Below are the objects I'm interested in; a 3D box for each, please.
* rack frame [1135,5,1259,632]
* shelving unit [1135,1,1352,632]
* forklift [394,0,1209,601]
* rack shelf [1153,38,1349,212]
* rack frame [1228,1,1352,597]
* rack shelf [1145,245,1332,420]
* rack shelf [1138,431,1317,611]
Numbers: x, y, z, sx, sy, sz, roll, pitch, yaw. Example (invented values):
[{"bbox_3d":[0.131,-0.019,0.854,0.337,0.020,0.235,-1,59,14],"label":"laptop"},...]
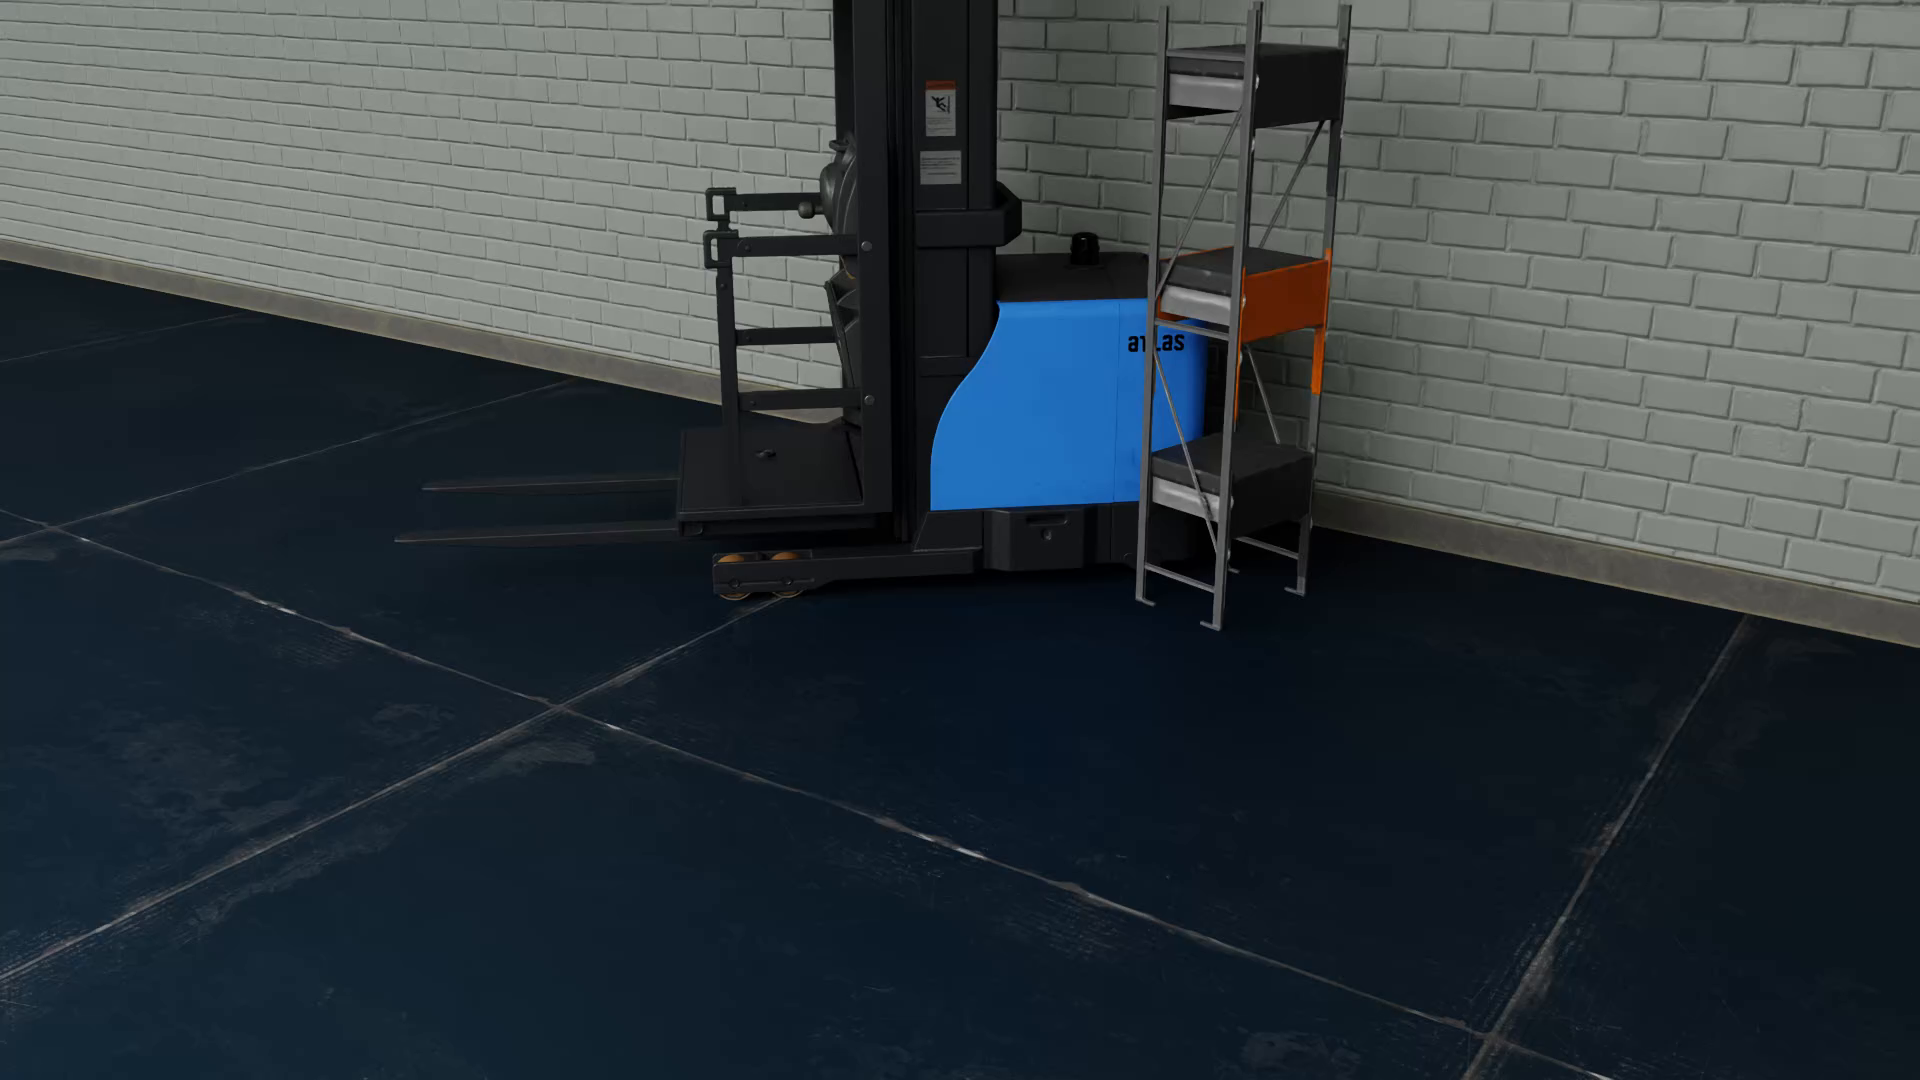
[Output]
[{"bbox_3d":[0.790,-0.713,5.667,0.015,2.100,0.400,-17,27,-39],"label":"rack frame"},{"bbox_3d":[0.971,-0.770,5.820,0.503,2.100,0.431,-17,27,-39],"label":"shelving unit"},{"bbox_3d":[-0.625,-1.346,6.178,3.031,2.935,1.130,-3,20,-7],"label":"forklift"},{"bbox_3d":[0.971,-1.414,5.582,0.480,0.518,0.431,-17,27,-39],"label":"rack shelf"},{"bbox_3d":[1.152,-0.827,5.974,0.015,2.100,0.400,-17,27,-39],"label":"rack frame"},{"bbox_3d":[0.971,-0.757,5.825,0.480,0.518,0.431,-17,27,-39],"label":"rack shelf"},{"bbox_3d":[0.971,-0.101,6.068,0.480,0.518,0.431,-17,27,-39],"label":"rack shelf"}]
